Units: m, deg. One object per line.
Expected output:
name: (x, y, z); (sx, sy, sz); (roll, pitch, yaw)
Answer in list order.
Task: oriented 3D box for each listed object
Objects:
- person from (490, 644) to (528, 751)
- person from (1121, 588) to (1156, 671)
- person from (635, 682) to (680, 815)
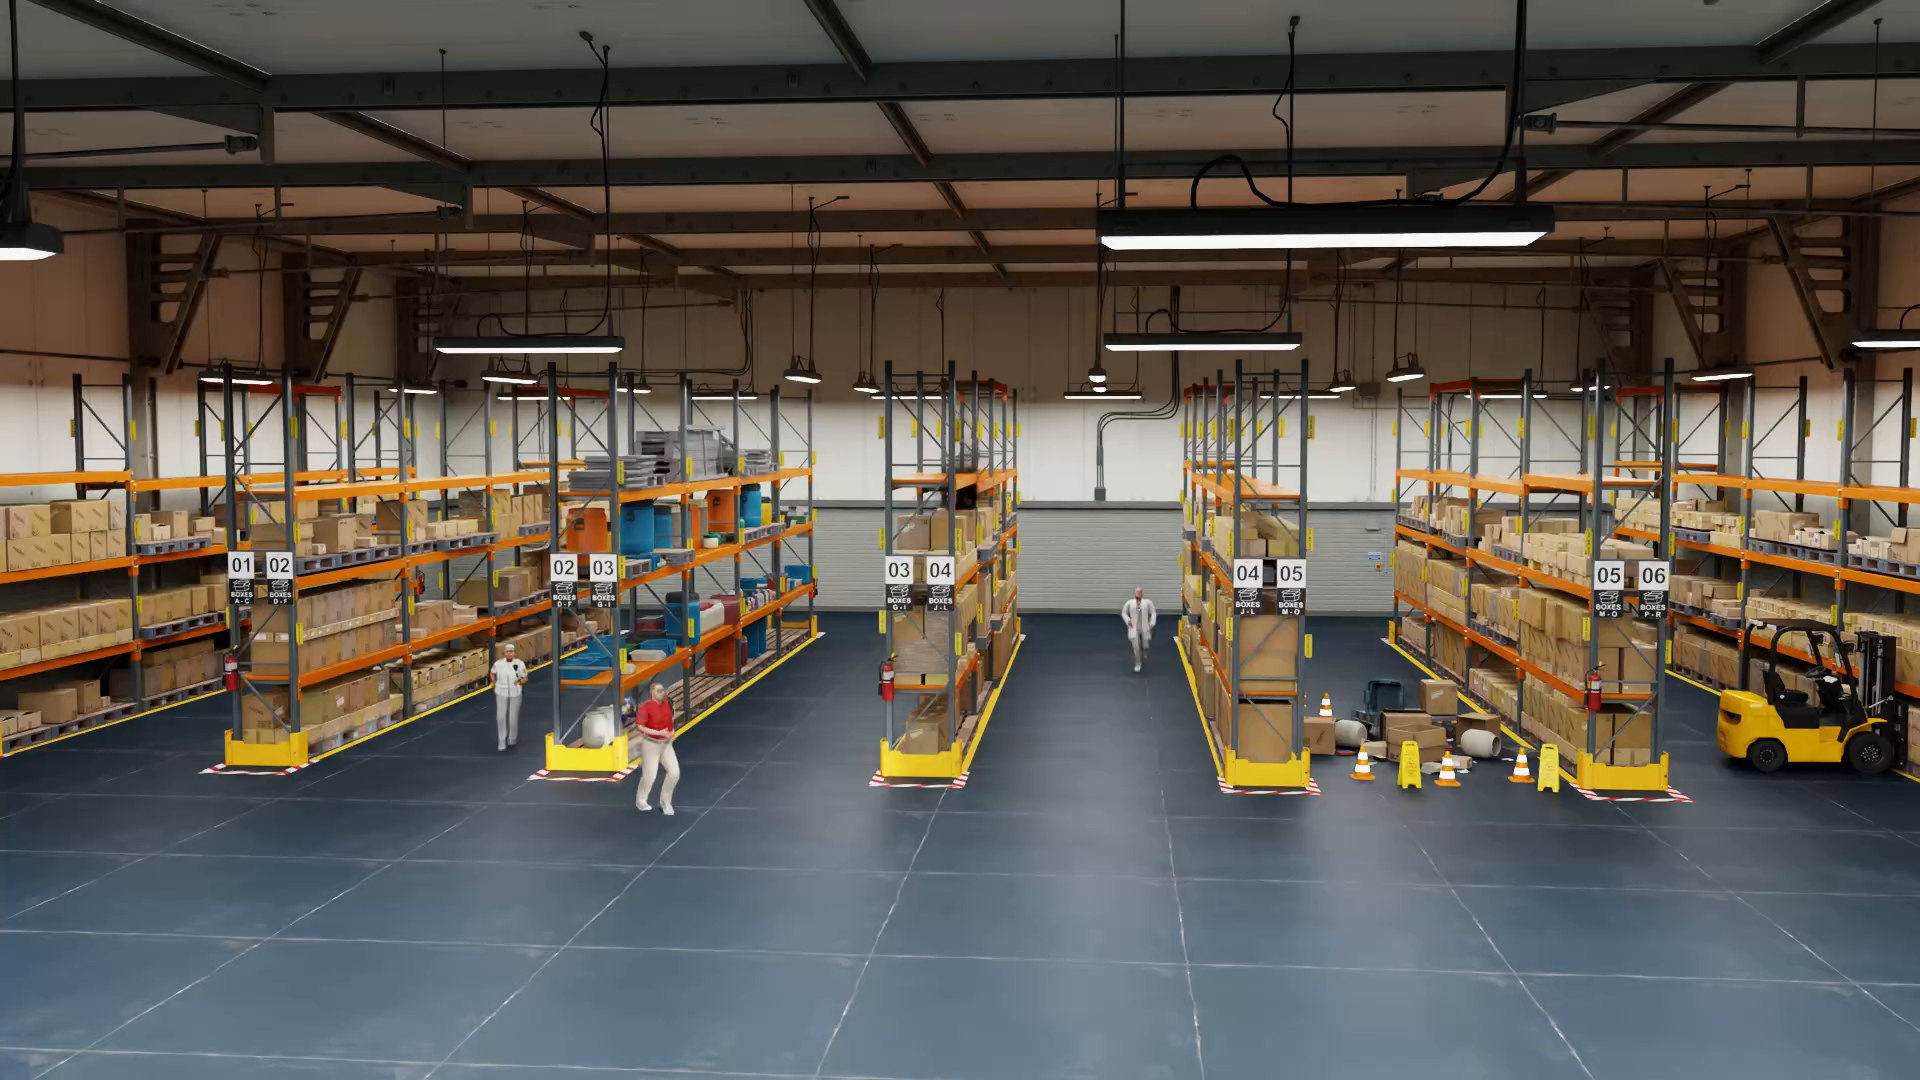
person: (-7.077, 2.472, 26.099); (0.579, 1.695, 0.701); (-1, 4, -15)
person: (3.754, 1.859, 34.915); (0.730, 1.723, 0.704); (0, 4, 2)
person: (-3.922, 2.747, 21.667); (0.752, 1.798, 0.680); (3, 5, 41)
